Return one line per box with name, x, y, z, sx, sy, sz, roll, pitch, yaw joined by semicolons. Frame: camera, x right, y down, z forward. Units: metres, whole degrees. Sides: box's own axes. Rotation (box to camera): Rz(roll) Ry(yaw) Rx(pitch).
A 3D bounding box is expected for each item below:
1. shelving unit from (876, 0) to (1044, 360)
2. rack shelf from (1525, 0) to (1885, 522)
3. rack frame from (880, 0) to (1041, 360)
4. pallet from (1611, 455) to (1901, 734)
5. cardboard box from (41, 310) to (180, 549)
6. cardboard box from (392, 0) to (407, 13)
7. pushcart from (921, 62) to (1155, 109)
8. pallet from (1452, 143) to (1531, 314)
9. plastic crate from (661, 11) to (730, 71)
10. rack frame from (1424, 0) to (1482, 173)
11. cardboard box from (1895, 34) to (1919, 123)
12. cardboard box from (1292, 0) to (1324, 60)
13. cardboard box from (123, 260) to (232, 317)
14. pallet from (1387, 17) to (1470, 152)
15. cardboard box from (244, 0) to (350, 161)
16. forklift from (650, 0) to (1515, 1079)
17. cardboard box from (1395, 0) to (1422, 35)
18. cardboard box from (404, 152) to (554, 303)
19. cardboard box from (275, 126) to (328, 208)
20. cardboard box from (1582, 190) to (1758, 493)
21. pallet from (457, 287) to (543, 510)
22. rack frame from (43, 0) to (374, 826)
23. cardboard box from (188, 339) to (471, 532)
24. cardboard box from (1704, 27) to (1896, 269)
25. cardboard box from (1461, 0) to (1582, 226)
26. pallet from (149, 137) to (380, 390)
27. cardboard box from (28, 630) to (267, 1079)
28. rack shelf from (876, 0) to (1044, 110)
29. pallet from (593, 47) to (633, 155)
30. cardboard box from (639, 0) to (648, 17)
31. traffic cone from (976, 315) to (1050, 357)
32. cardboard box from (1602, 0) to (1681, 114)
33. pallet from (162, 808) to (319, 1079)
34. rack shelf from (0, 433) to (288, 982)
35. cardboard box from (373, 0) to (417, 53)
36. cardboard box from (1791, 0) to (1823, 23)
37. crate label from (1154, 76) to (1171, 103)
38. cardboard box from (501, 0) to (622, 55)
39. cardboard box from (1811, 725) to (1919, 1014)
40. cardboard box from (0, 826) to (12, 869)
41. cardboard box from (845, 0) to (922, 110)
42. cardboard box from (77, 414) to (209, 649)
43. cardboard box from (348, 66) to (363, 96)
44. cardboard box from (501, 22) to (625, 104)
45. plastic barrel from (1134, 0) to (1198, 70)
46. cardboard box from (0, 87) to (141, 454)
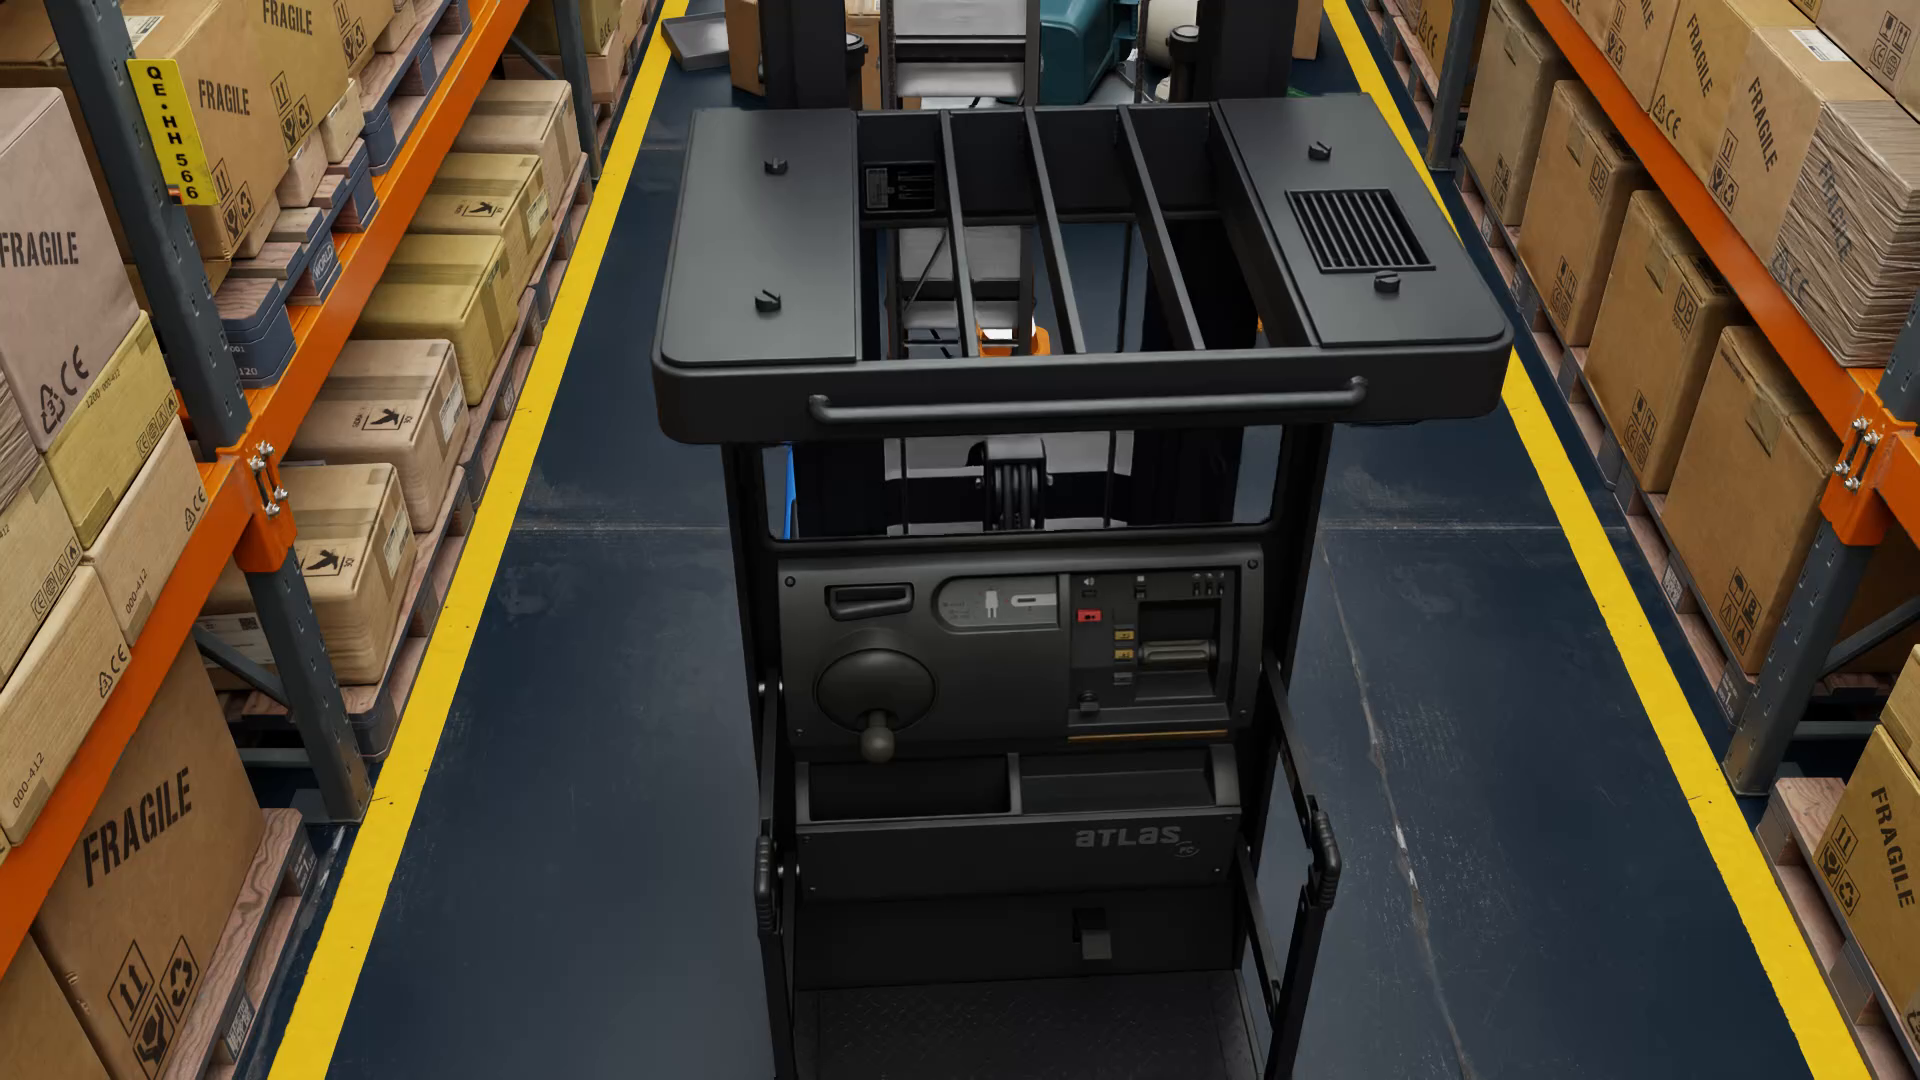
shelving unit;0.000;-0.716;4.964;0.431;2.100;0.503;0;39;0
rack shelf;2.745;-1.433;5.715;1.077;0.370;4.000;0;39;0
rack frame;0.000;-0.563;4.774;0.400;2.100;0.015;0;39;0
pallet;2.822;0.132;5.417;1.003;0.211;1.213;0;39;0
cardboard box;-1.948;-0.230;3.359;0.500;0.250;0.500;0;39;0
cardboard box;-1.980;-1.968;5.153;0.500;0.500;0.500;-1;39;-2
pushcart;0.073;-1.908;7.829;1.648;0.377;0.936;-13;40;-16
pallet;2.819;-1.394;7.321;1.003;0.211;1.213;0;39;0
plastic crate;-1.389;-2.741;9.106;0.402;0.080;0.583;-13;40;-16
rack frame;2.743;-2.965;7.051;1.000;3.000;0.127;0;39;0
cardboard box;2.757;-1.173;3.936;0.700;0.500;0.500;0;39;0
cardboard box;1.715;-2.960;9.042;0.500;0.500;0.500;6;39;8
cardboard box;-2.017;-0.666;4.047;0.380;0.149;0.250;-2;39;-3
pallet;2.820;-2.352;8.516;1.003;0.211;1.213;0;39;0
cardboard box;-1.979;-1.323;4.349;0.500;0.500;0.500;2;39;2
forklift;0.135;0.292;3.041;1.130;2.935;3.031;-2;39;-3
cardboard box;2.807;-3.256;8.778;0.875;0.875;0.875;0;39;0
cardboard box;-2.200;-1.259;6.688;0.950;0.372;0.625;2;39;3
cardboard box;-1.938;-1.014;4.481;0.380;0.149;0.250;-2;39;-3
cardboard box;2.832;-0.677;5.659;1.050;0.750;0.750;1;39;1
pallet;-2.201;-0.558;6.278;1.003;0.211;1.213;0;39;0
rack frame;-2.203;-0.397;3.846;1.000;3.000;0.127;0;39;0
cardboard box;-2.202;-0.350;5.553;0.950;0.372;0.625;-1;39;-1
cardboard box;2.479;-1.096;4.639;0.500;0.500;0.500;0;39;0
cardboard box;2.833;-1.863;7.139;1.050;0.750;0.750;0;39;0
pallet;-2.310;-0.767;4.462;1.213;0.211;1.003;0;39;0
cardboard box;-2.285;0.701;3.840;0.875;0.875;0.875;0;39;0
rack shelf;0.000;-1.251;4.535;0.431;0.518;0.480;0;39;0
pallet;-2.243;-2.230;8.364;1.003;0.211;1.213;0;39;0
cardboard box;-1.953;-3.024;8.987;0.500;0.250;0.500;-1;39;-1
traffic cone;0.194;-0.953;6.569;0.336;0.463;0.334;0;39;0
cardboard box;2.474;-1.729;5.429;0.500;0.500;0.500;1;39;1
pallet;-2.277;1.185;4.103;1.003;0.211;1.213;0;39;0
rack shelf;-2.200;1.135;2.510;1.077;0.370;4.000;0;39;0
cardboard box;-1.971;-1.676;5.308;0.380;0.149;0.250;1;39;1
cardboard box;2.752;-1.810;4.731;0.700;0.500;0.500;-1;39;-1
crate label;1.140;-2.265;8.466;0.298;0.136;0.250;-28;46;-30
cardboard box;-1.938;-2.651;7.922;0.500;0.500;0.500;2;39;2
cardboard box;2.493;0.791;4.028;0.500;0.500;0.500;-2;39;-2
cardboard box;-1.942;0.612;2.707;0.500;0.250;0.500;0;39;-1
cardboard box;-0.427;-2.238;7.537;0.500;0.500;0.500;0;39;0
cardboard box;-1.942;-0.022;3.499;0.500;0.250;0.500;-1;39;-2
cardboard box;-1.996;-1.336;4.884;0.380;0.149;0.250;2;39;3
cardboard box;-1.938;-2.358;8.157;0.500;0.250;0.500;-2;39;-2
plastic barrel;1.207;-2.668;8.740;0.512;0.421;0.421;28;46;30
cardboard box;-1.941;-0.503;3.099;0.500;0.500;0.500;-1;39;-1
